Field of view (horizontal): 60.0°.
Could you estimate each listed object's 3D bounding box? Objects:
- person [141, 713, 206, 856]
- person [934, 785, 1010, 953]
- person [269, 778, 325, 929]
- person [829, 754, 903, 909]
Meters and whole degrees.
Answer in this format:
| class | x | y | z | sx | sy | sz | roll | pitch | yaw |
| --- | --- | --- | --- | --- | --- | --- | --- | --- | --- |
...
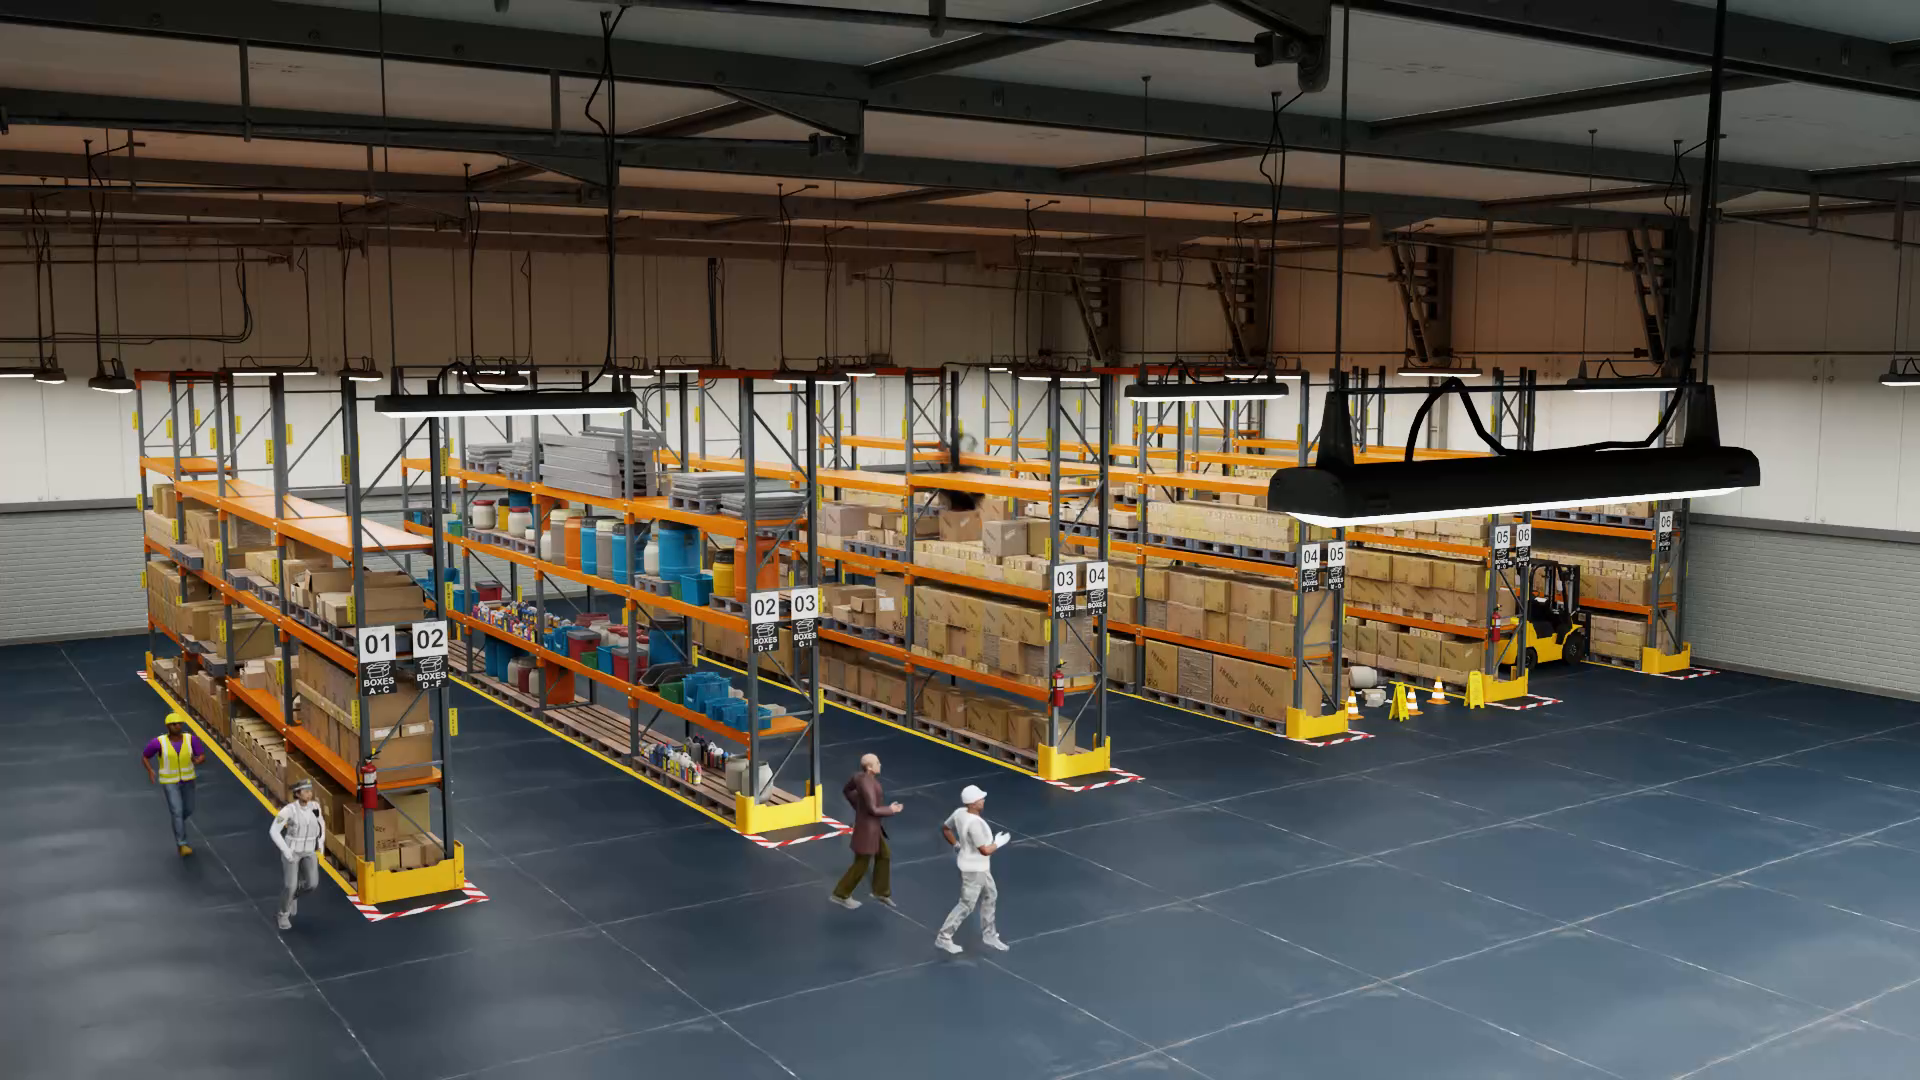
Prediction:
| class | x | y | z | sx | sy | sz | roll | pitch | yaw |
| --- | --- | --- | --- | --- | --- | --- | --- | --- | --- |
| person | -9.951 | 3.063 | 21.143 | 0.710 | 1.747 | 0.968 | -6 | 9 | -42 |
| person | 0.127 | 3.471 | 17.429 | 0.828 | 1.836 | 0.667 | -1 | 7 | -9 |
| person | -7.287 | 3.453 | 18.441 | 0.468 | 1.633 | 0.671 | 6 | 9 | 44 |
| person | -1.070 | 3.337 | 18.864 | 0.846 | 1.867 | 0.740 | -1 | 6 | -7 |
